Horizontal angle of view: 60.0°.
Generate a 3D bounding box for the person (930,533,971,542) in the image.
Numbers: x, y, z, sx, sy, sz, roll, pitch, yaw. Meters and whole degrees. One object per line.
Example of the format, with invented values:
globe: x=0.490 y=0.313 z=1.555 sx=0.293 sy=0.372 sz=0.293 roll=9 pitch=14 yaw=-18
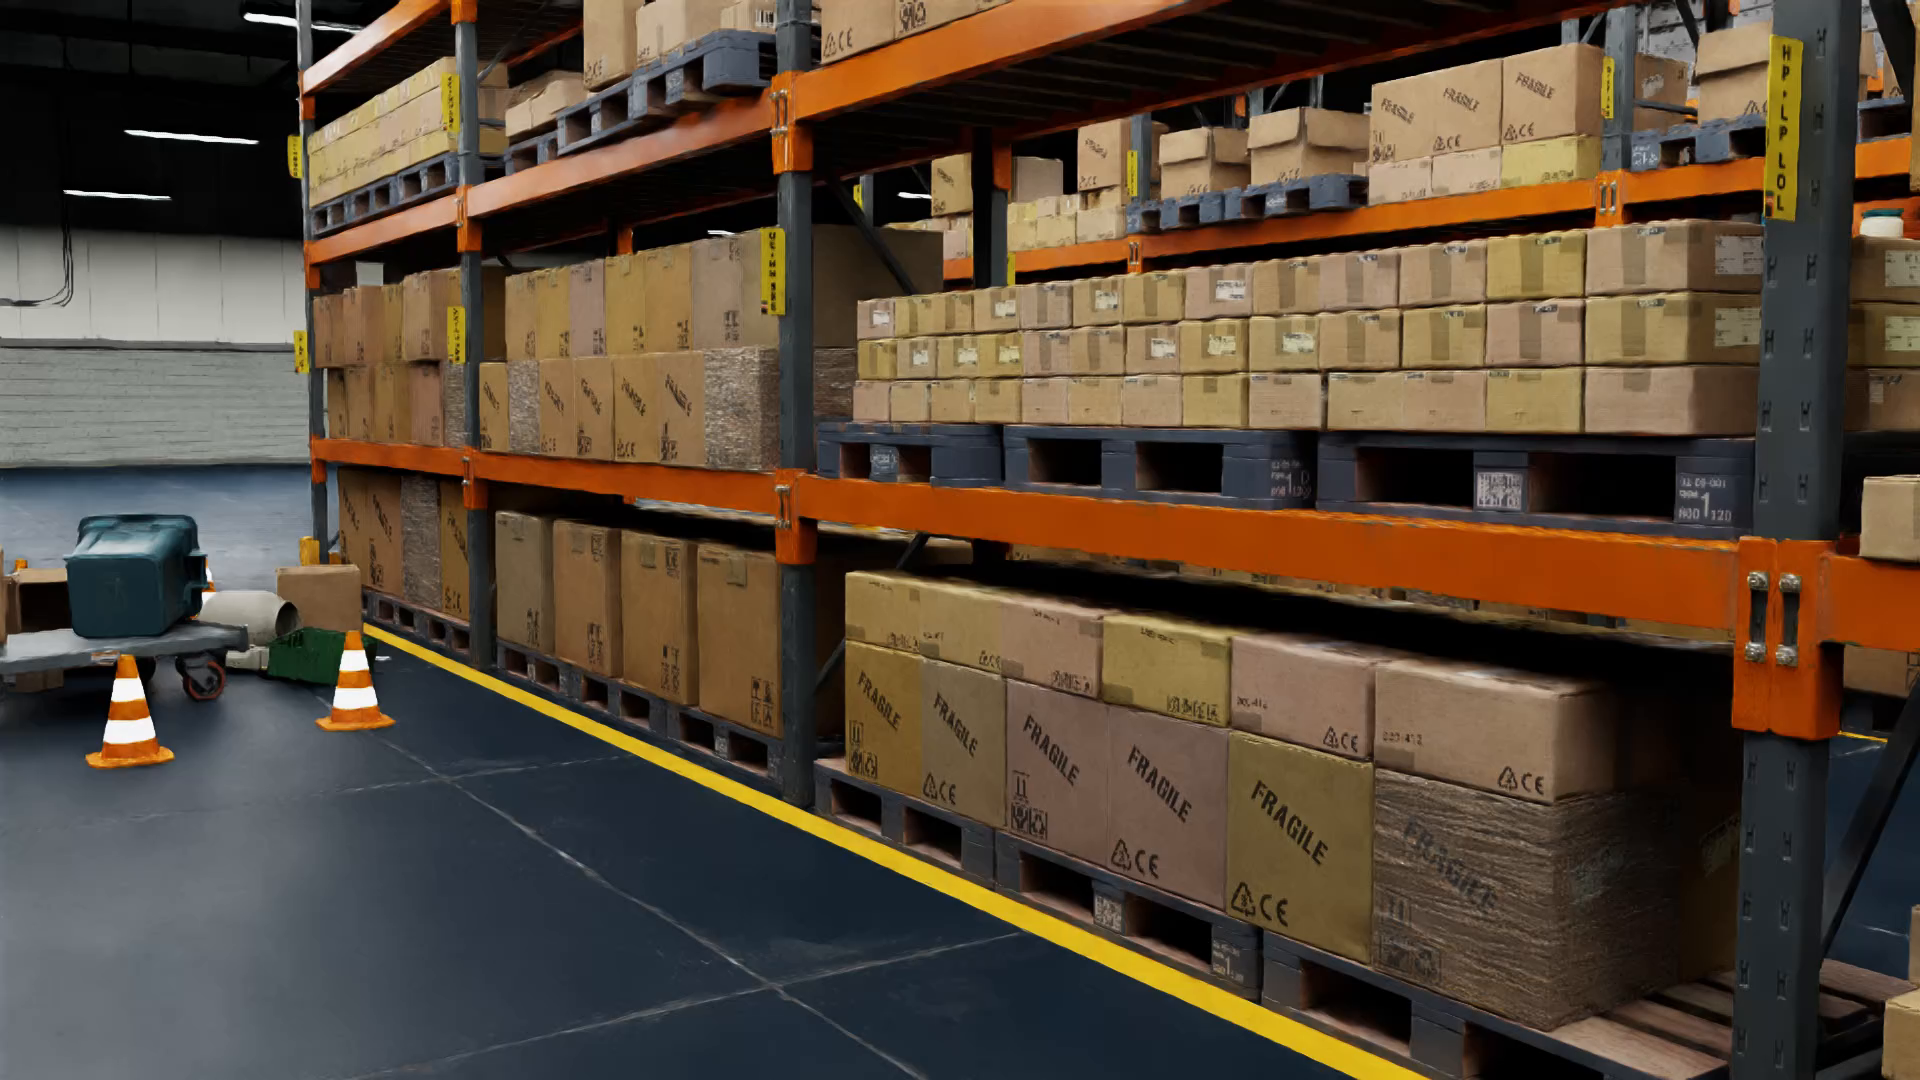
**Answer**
person: x=-0.022 y=-0.087 z=10.219 sx=0.530 sy=1.634 sz=0.453 roll=0 pitch=5 yaw=-4
